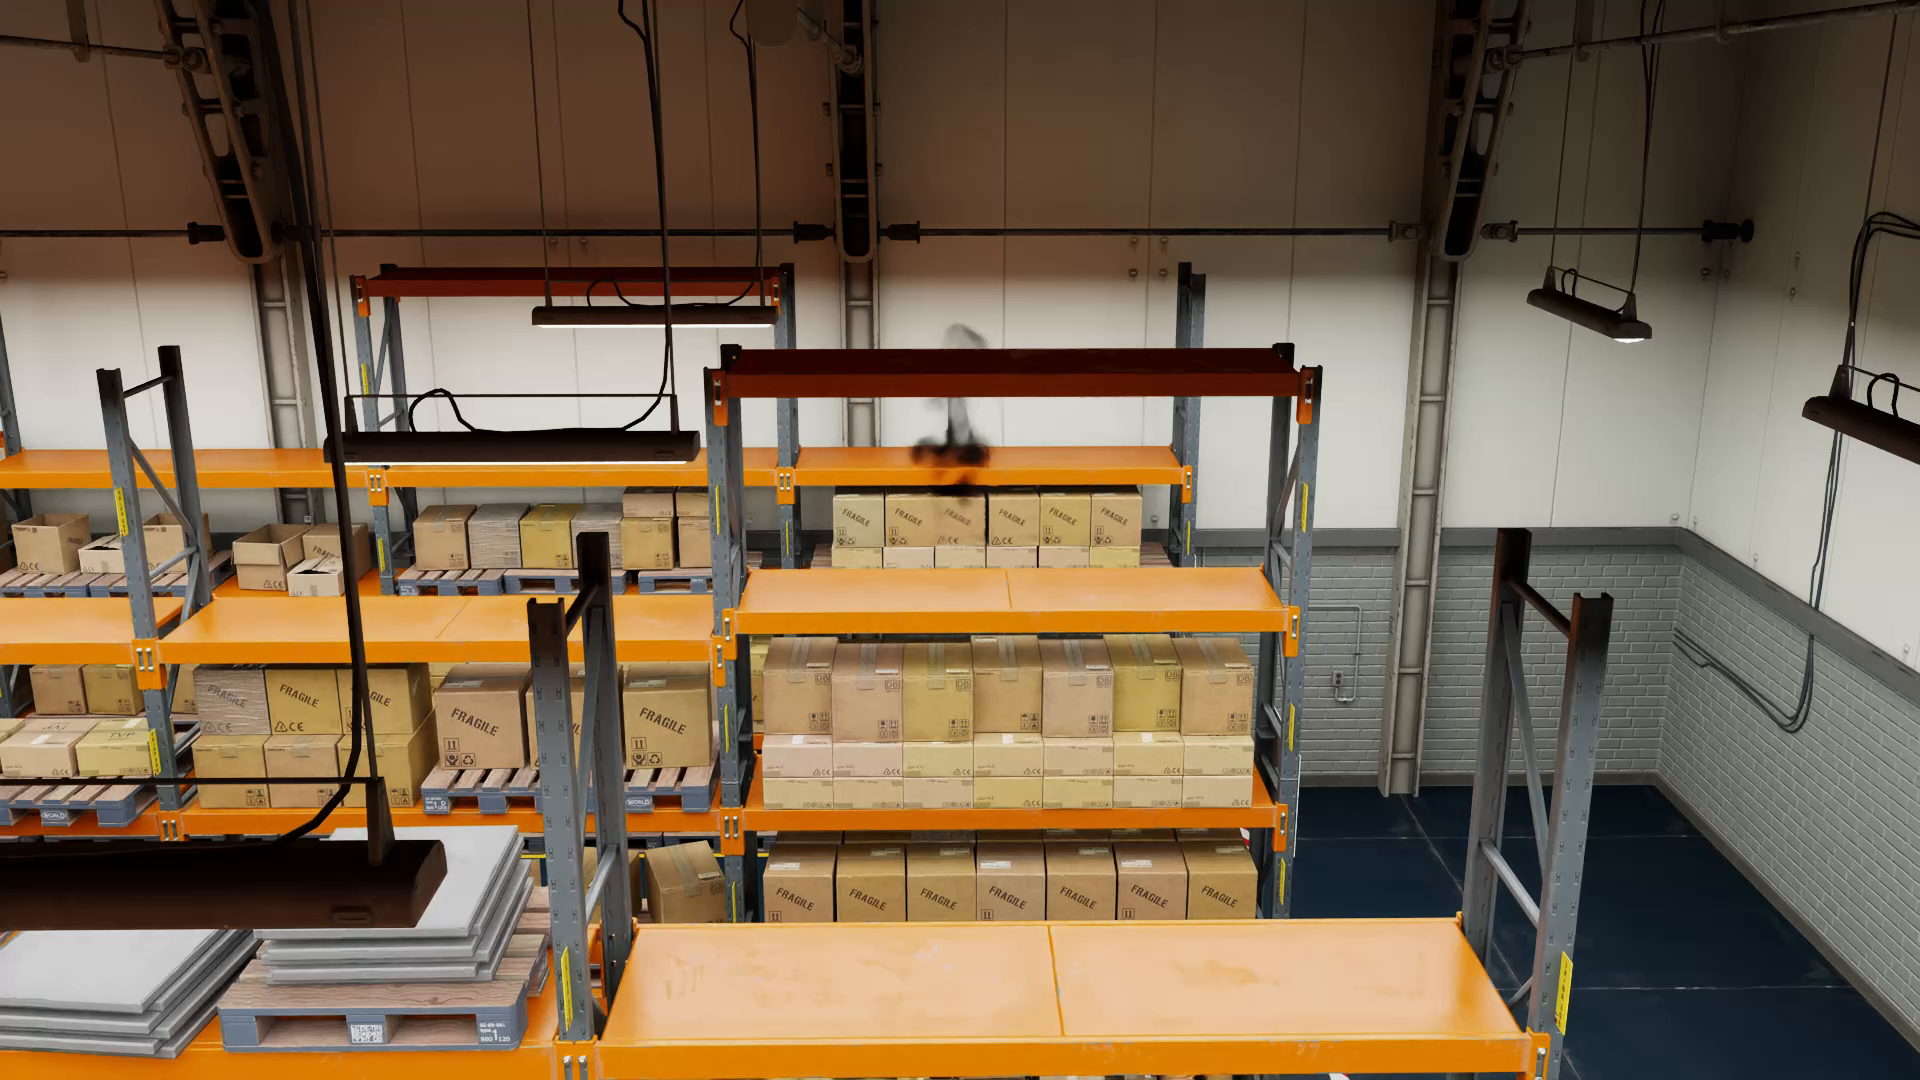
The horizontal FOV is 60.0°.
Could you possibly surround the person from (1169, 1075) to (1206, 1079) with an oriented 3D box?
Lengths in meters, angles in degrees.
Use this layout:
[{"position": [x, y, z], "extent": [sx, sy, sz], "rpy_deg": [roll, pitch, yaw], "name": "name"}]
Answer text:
[{"position": [1.487, 4.179, 11.157], "extent": [0.959, 1.680, 0.586], "rpy_deg": [-3, 17, -12], "name": "person"}]
